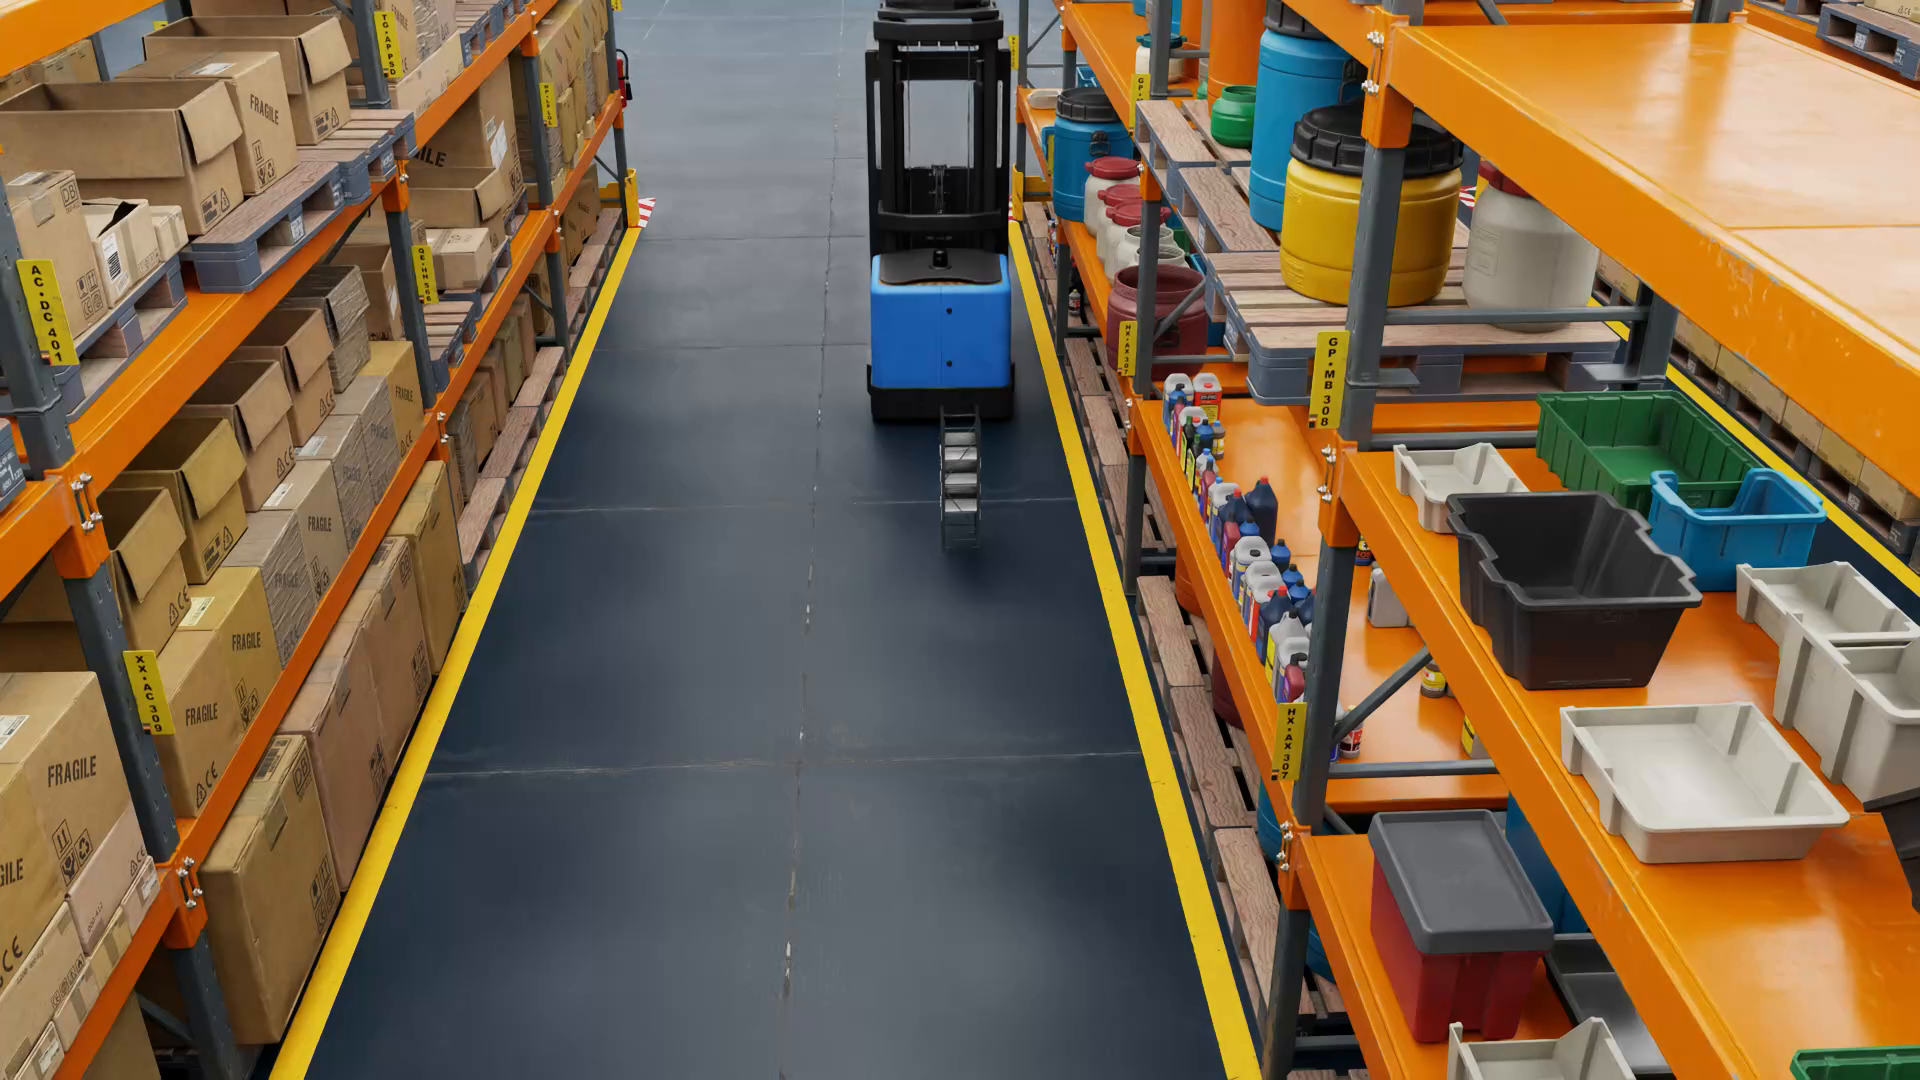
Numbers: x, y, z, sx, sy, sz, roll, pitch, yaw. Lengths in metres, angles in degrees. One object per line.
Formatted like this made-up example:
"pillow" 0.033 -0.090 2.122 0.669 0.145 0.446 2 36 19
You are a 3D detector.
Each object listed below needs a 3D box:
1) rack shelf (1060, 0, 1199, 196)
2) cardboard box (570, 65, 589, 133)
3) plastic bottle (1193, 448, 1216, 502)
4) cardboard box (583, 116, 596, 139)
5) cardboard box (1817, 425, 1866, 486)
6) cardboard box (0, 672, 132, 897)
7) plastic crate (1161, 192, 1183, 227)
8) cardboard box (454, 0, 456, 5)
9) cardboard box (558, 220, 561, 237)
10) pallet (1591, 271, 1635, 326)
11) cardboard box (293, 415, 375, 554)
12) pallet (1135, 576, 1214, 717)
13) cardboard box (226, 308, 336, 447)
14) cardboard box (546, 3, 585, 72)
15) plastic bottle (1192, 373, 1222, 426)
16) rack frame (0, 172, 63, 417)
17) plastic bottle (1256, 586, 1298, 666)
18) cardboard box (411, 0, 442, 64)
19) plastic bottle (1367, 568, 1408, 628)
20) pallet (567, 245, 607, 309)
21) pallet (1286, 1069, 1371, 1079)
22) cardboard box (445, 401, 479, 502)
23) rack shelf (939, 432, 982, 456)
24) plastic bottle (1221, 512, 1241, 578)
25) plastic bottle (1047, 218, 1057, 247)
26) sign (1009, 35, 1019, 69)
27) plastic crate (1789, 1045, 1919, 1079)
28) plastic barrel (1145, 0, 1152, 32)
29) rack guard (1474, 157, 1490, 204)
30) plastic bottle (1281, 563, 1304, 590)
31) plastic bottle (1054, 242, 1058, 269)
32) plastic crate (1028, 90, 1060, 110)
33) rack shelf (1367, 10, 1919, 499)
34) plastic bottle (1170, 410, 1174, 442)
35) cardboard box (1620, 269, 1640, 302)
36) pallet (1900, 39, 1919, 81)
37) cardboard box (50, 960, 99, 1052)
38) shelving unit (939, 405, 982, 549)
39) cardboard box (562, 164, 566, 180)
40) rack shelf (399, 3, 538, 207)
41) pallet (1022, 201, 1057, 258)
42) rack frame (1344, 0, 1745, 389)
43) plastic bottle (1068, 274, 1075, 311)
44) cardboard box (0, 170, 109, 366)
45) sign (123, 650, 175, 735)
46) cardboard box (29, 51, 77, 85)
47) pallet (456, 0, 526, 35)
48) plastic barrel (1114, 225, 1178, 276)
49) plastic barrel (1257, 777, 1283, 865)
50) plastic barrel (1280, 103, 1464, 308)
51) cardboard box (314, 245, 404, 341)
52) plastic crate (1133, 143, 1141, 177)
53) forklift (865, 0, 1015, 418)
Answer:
"rack shelf" 1.392 -2.961 10.718 1.077 0.370 4.000 -1 28 -3
"cardboard box" -3.723 -3.832 14.423 0.875 0.500 0.500 -1 28 -3
"plastic bottle" 1.218 -0.325 8.270 0.097 0.271 0.097 0 28 0
"cardboard box" -3.464 -3.673 14.820 0.380 0.149 0.250 -1 28 -3
"cardboard box" 6.141 -0.586 11.149 0.500 0.250 0.500 -2 28 -3
"cardboard box" -2.950 0.749 5.101 0.500 0.500 0.500 -1 28 -1
"plastic crate" 1.655 -2.364 12.057 0.392 0.384 0.575 -1 28 -3
"cardboard box" -3.683 -3.661 10.717 0.797 0.503 0.637 0 28 -1
"cardboard box" -3.788 -2.567 14.676 0.500 0.500 0.500 -4 28 -7
"pallet" 6.234 -2.123 14.593 1.003 0.211 1.213 -1 28 -3
"cardboard box" -3.126 -0.259 7.895 0.500 0.500 0.500 -2 28 -4
"pallet" 1.579 0.573 9.423 1.003 0.211 1.213 -1 28 -3
"cardboard box" -3.397 -0.757 7.764 0.797 0.503 0.637 -1 28 -1
"cardboard box" -3.519 -4.280 14.201 0.500 0.500 0.500 -1 28 -3
"plastic bottle" 1.348 -0.767 9.112 0.152 0.276 0.135 -1 28 -3
"rack frame" -3.241 -1.719 4.316 1.000 3.000 0.127 -1 28 -3
"plastic bottle" 1.321 0.341 6.906 0.144 0.351 0.185 -1 28 -3
"cardboard box" -3.241 -2.960 9.290 0.500 0.500 0.500 -1 28 -2
"plastic bottle" 1.861 0.229 7.201 0.152 0.276 0.135 -1 28 -3
"pallet" -3.796 -2.392 15.107 1.003 0.211 1.213 -1 28 -3
"pallet" 1.782 2.396 5.928 1.003 0.211 1.213 -1 28 -3
"cardboard box" -3.547 -0.558 10.804 0.700 0.500 0.500 -4 28 -7
"rack shelf" 0.000 -0.605 10.425 0.258 0.077 0.200 -1 28 -3
"plastic bottle" 1.239 0.022 7.590 0.061 0.283 0.133 -1 28 -3
"plastic bottle" 0.862 -2.861 15.467 0.097 0.271 0.097 0 28 0
"sign" 0.529 -4.832 16.472 0.100 0.325 0.005 -1 28 -3
"plastic crate" 1.577 0.984 2.606 0.450 0.188 0.336 -1 28 -3
"plastic barrel" 1.565 -3.894 11.187 0.600 0.901 0.600 0 28 0
"rack guard" 6.024 -3.741 17.383 1.175 0.500 0.348 -1 28 -3
"plastic bottle" 1.433 0.229 7.207 0.097 0.271 0.097 0 28 0
"plastic bottle" 0.896 -2.563 14.895 0.097 0.271 0.097 0 28 0
"plastic crate" 0.804 -4.183 15.811 0.298 0.136 0.250 -1 28 -3
"rack shelf" 1.809 -0.419 3.033 1.077 0.370 4.000 -1 28 -3
"plastic bottle" 1.180 -0.631 8.932 0.097 0.201 0.097 0 28 0
"cardboard box" 5.992 -2.167 14.181 0.500 0.250 0.500 -1 28 -3
"pallet" 6.318 -2.702 9.647 1.213 0.211 1.003 0 28 0
"cardboard box" -2.871 1.422 5.051 0.380 0.149 0.250 -2 28 -4
"shelving unit" 0.000 -0.395 10.535 0.258 0.900 0.210 -1 28 -3
"cardboard box" -3.411 -2.980 13.491 0.380 0.149 0.250 -1 28 -3
"rack shelf" -3.555 -2.841 10.488 1.077 0.370 4.000 -1 28 -3
"pallet" 1.166 -3.075 16.418 1.003 0.211 1.213 -1 28 -3
"rack frame" 1.705 -1.839 4.545 1.000 3.000 0.127 -1 28 -3
"plastic bottle" 0.933 -2.078 13.953 0.061 0.283 0.133 0 28 0
"cardboard box" -3.282 -0.887 5.402 0.700 0.500 0.500 -1 28 -1
"sign" -2.687 0.508 5.511 0.100 0.325 0.005 -1 28 -3
"cardboard box" -8.711 -4.171 15.341 0.875 0.550 0.550 -1 28 -3
"pallet" -3.733 -3.713 11.585 1.213 0.211 1.003 -1 28 -3
"plastic barrel" 1.207 -1.740 10.722 0.421 0.512 0.421 0 28 0
"plastic barrel" 1.657 0.987 7.430 0.600 0.901 0.708 -1 28 -3
"plastic barrel" 1.455 -1.195 5.897 0.600 0.588 0.600 0 28 0
"cardboard box" -3.518 -1.386 9.601 0.500 0.500 0.500 -5 28 -9
"plastic crate" 1.387 -3.091 13.499 0.767 0.338 0.504 -1 28 -3
"forklift" -0.169 -2.840 13.027 1.130 2.935 3.031 -1 28 -1
